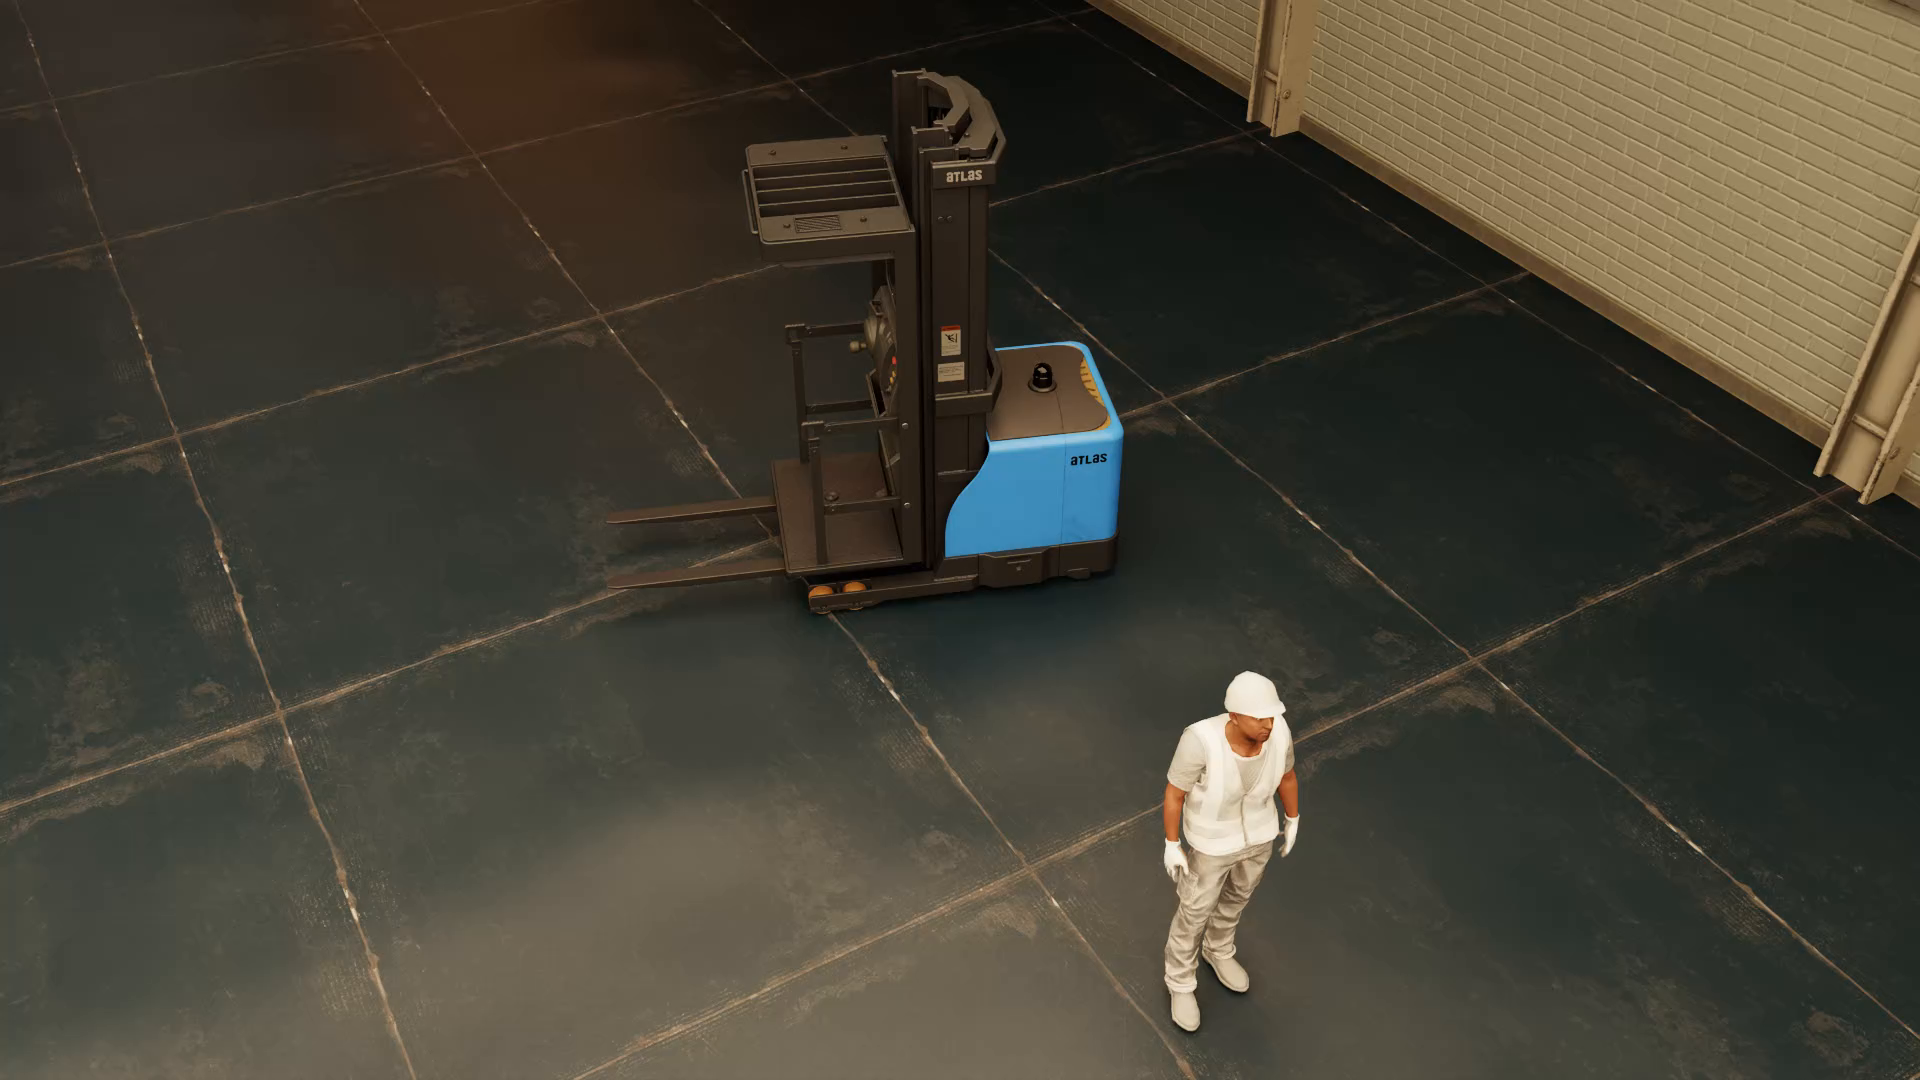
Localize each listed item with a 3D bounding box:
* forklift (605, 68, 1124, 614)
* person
[{"bbox_3d":[-0.620,-1.059,9.313,3.031,2.935,1.130,-6,40,-8],"label":"forklift"},{"bbox_3d":[1.214,1.345,7.303,0.656,1.781,0.577,-13,41,-15],"label":"person"}]
